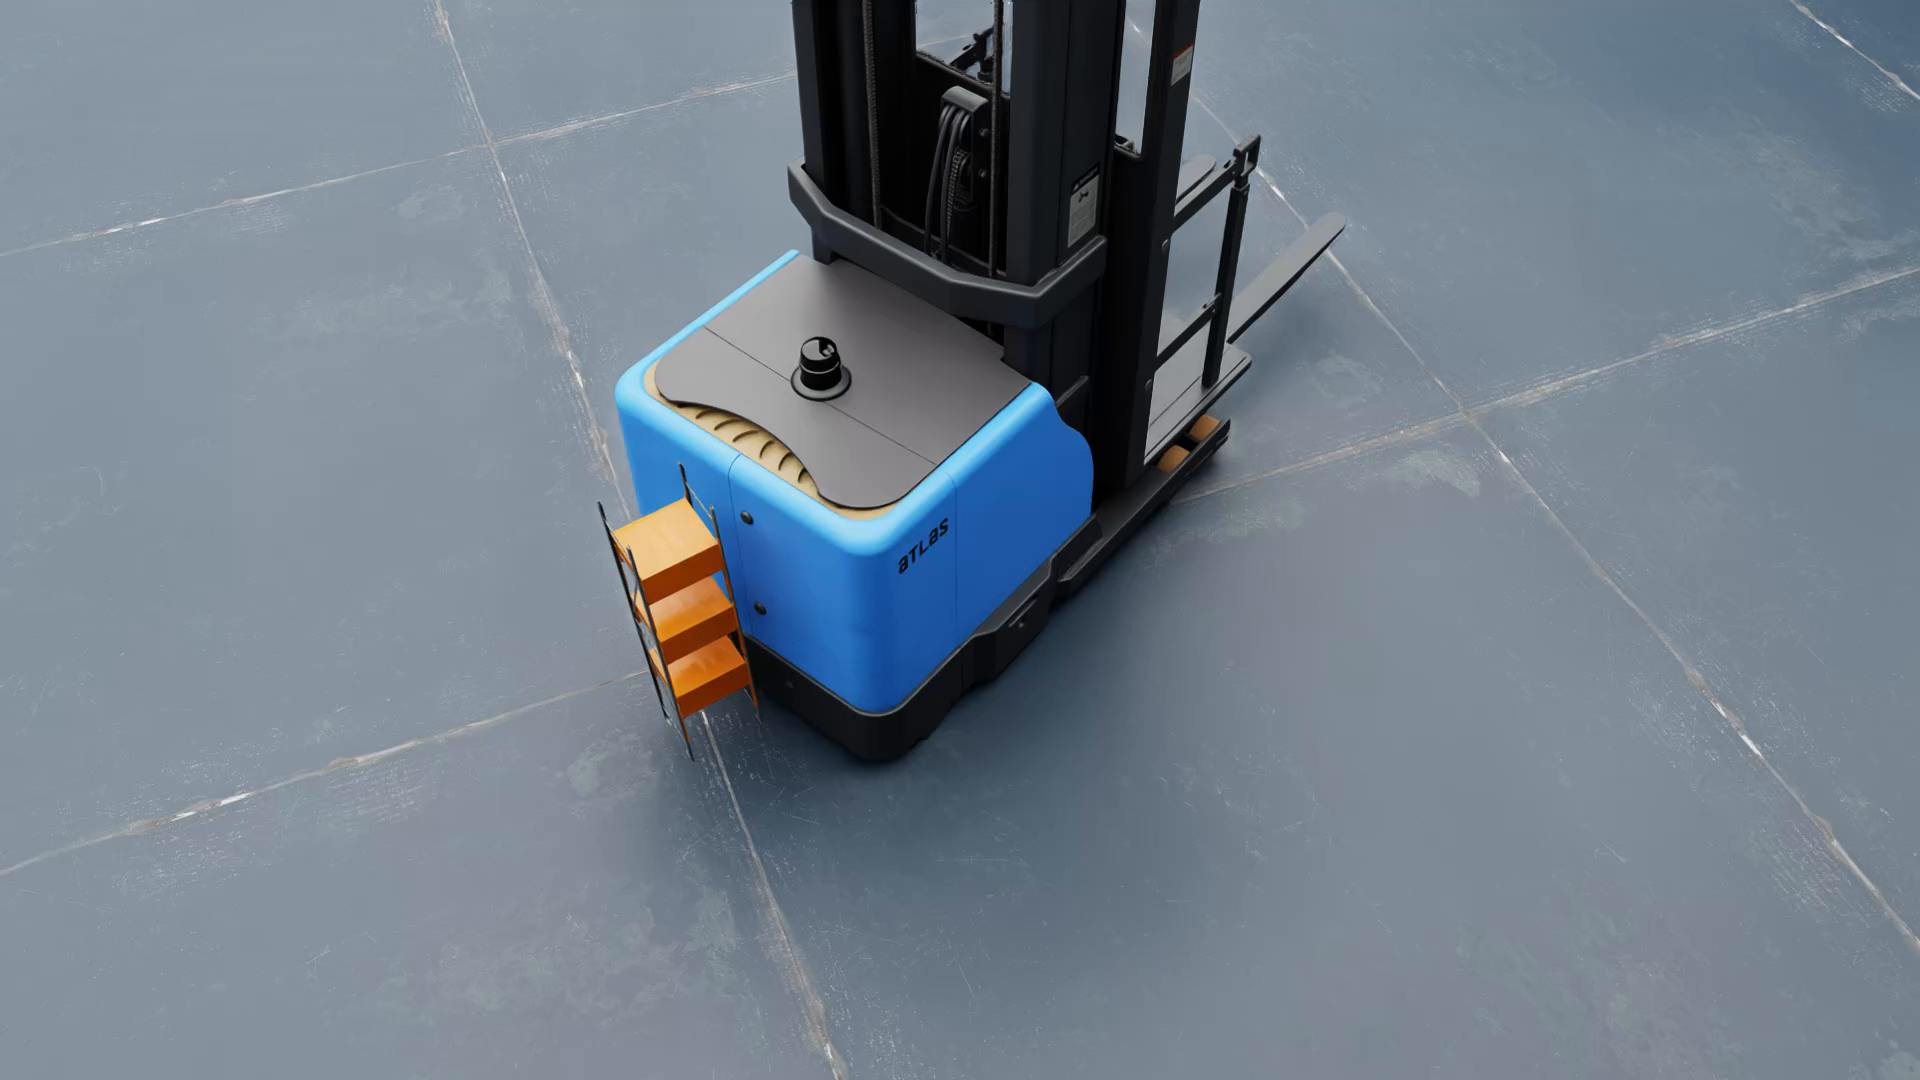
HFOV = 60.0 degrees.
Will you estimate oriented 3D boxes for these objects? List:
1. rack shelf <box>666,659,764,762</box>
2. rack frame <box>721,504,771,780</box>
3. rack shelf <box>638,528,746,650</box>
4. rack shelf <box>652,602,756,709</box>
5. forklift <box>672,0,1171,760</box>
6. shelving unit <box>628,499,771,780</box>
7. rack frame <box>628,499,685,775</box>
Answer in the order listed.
[{"bbox_3d":[-0.730,0.502,5.007,0.240,0.259,0.215,4,49,3],"label":"rack shelf"},{"bbox_3d":[-0.609,0.322,4.781,0.008,1.050,0.200,4,49,3],"label":"rack frame"},{"bbox_3d":[-0.730,0.137,4.580,0.240,0.259,0.215,4,49,3],"label":"rack shelf"},{"bbox_3d":[-0.730,0.321,4.796,0.240,0.259,0.215,4,49,3],"label":"rack shelf"},{"bbox_3d":[0.089,-1.431,5.047,1.130,2.935,3.031,12,50,10],"label":"forklift"},{"bbox_3d":[-0.730,0.314,4.788,0.252,1.050,0.215,4,49,3],"label":"shelving unit"},{"bbox_3d":[-0.852,0.307,4.794,0.008,1.050,0.200,4,49,3],"label":"rack frame"}]
